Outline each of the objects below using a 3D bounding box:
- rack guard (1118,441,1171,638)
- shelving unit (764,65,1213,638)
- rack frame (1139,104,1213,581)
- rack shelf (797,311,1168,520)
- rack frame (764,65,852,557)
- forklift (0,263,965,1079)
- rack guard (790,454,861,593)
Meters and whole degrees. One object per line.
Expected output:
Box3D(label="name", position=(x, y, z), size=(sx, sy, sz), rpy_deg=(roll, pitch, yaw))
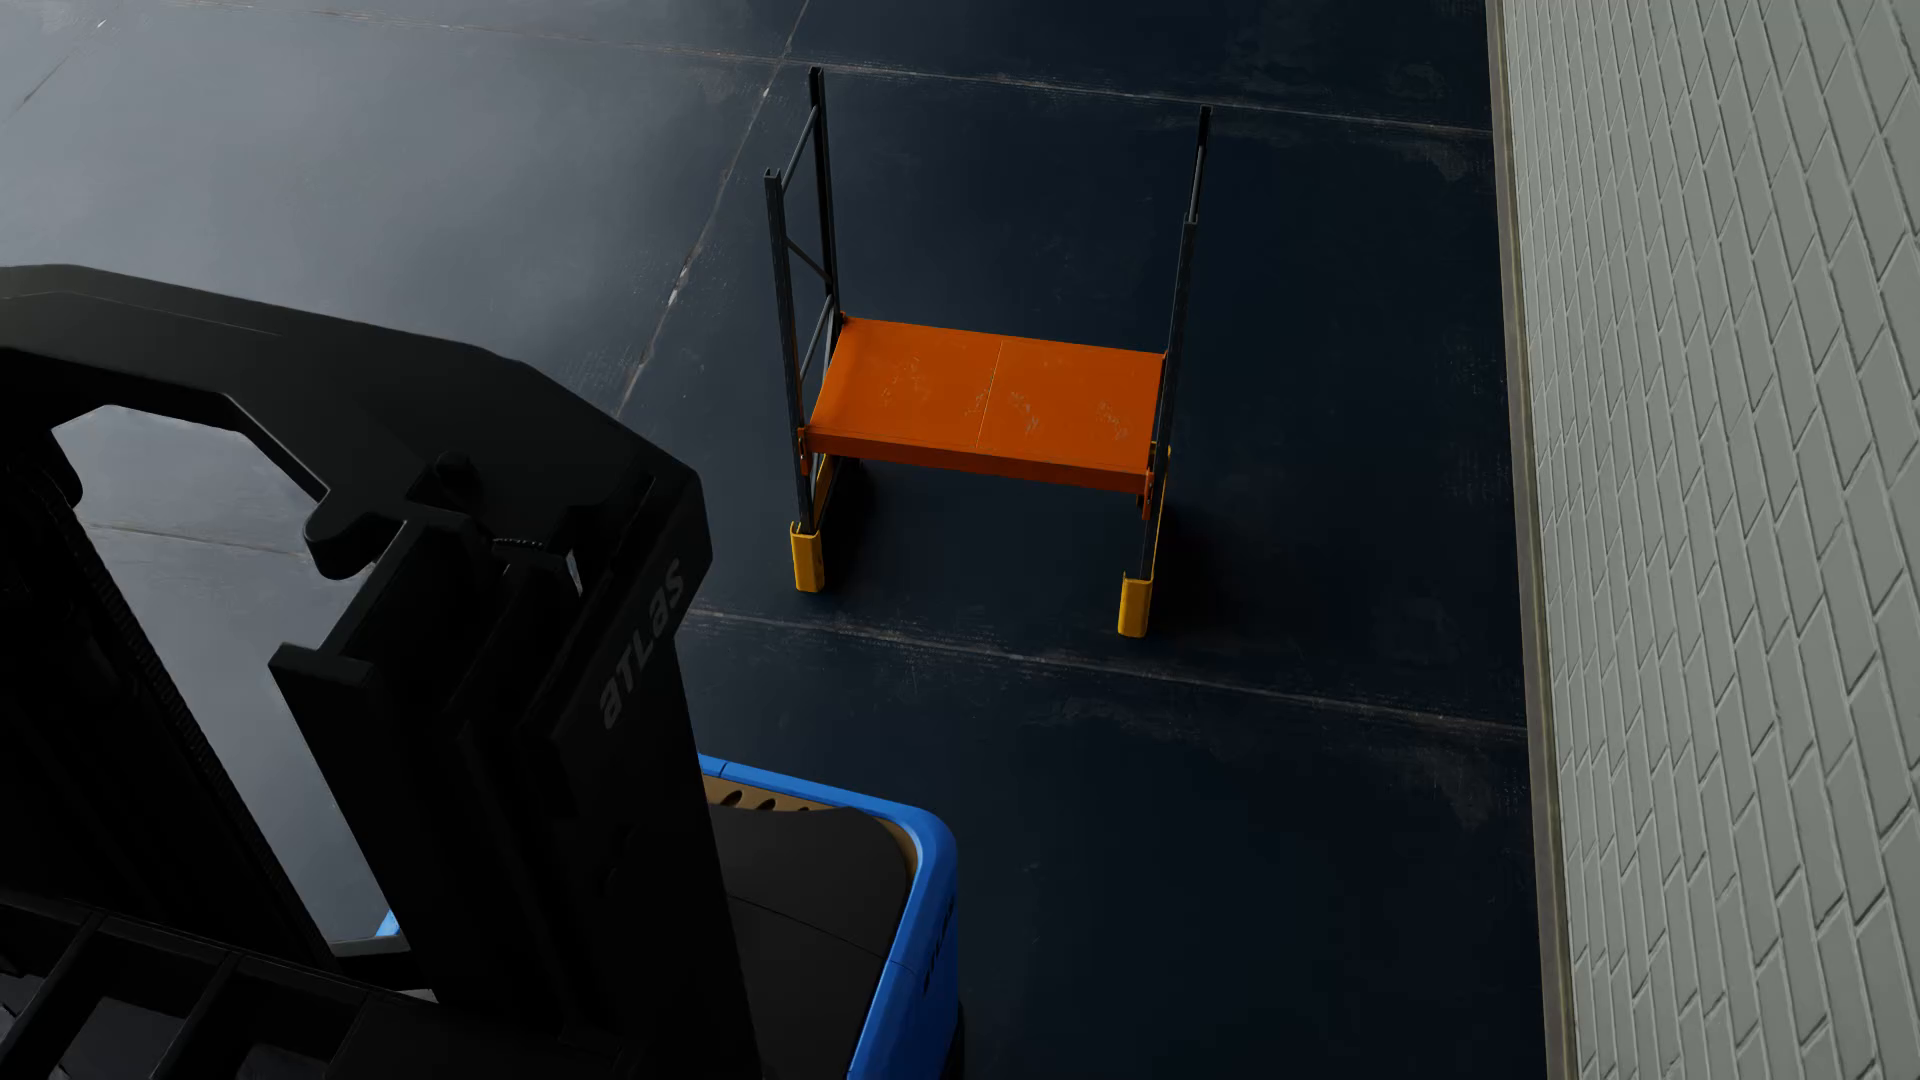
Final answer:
Box3D(label="rack guard", position=(0.565, -0.008, 5.089), size=(0.087, 0.250, 0.587), rpy_deg=(8, 49, 7))
Box3D(label="shelving unit", position=(0.075, -0.491, 4.683), size=(1.083, 1.500, 0.587), rpy_deg=(8, 49, 7))
Box3D(label="rack frame", position=(0.584, -0.423, 4.622), size=(0.032, 1.500, 0.500), rpy_deg=(8, 49, 7))
Box3D(label="rack shelf", position=(0.084, -0.370, 4.816), size=(1.000, 0.185, 0.538), rpy_deg=(8, 49, 7))
Box3D(label="rack frame", position=(-0.416, -0.557, 4.742), size=(0.032, 1.500, 0.500), rpy_deg=(8, 49, 7))
Box3D(label="forklift", position=(-0.888, 1.247, 2.159), size=(1.130, 2.935, 3.031), rpy_deg=(12, 49, 11))
Box3D(label="rack guard", position=(-0.415, -0.139, 5.207), size=(0.087, 0.250, 0.587), rpy_deg=(8, 49, 7))
